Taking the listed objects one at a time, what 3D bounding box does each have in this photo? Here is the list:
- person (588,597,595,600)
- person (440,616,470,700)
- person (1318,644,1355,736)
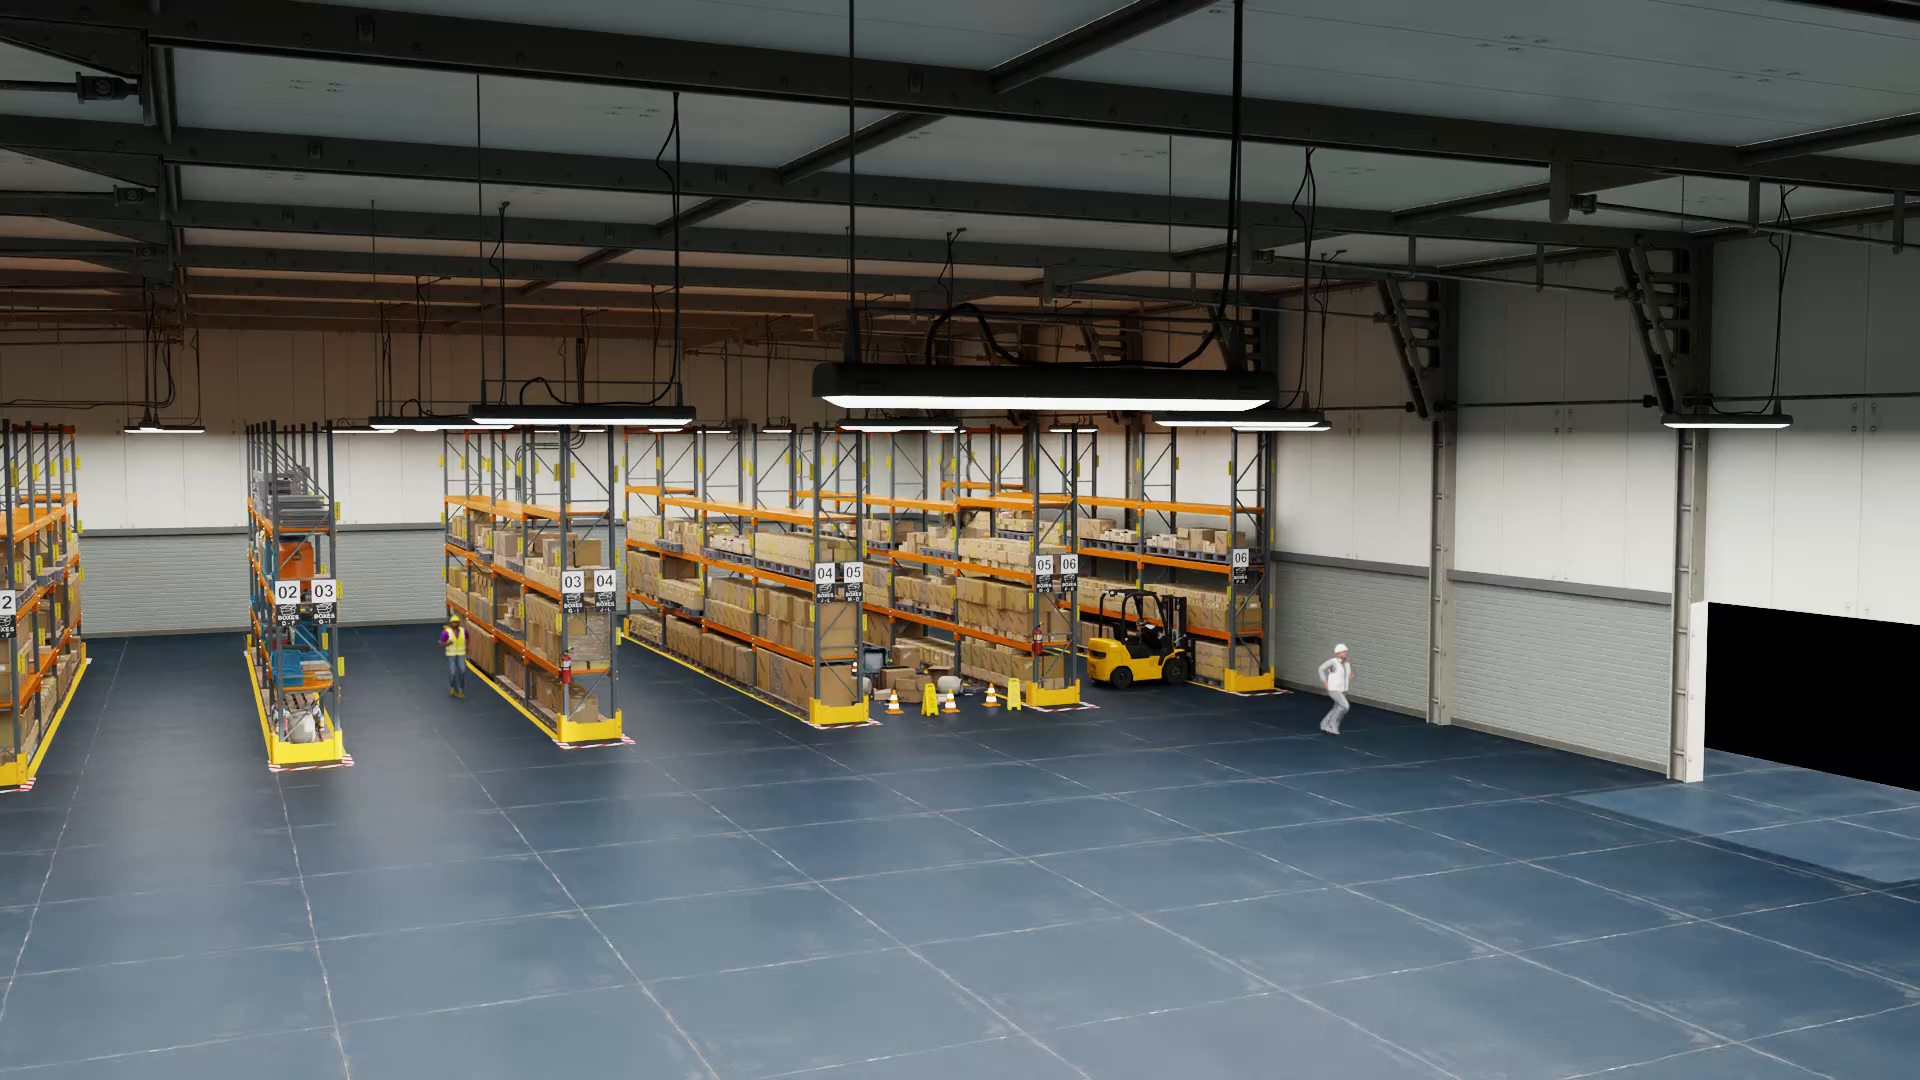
[{"bbox_3d":[-10.105,2.047,45.634,0.662,1.667,0.625,-1,4,-15],"label":"person"},{"bbox_3d":[-11.021,2.562,36.346,0.677,1.821,0.738,-2,4,-25],"label":"person"},{"bbox_3d":[7.208,2.858,31.748,0.635,1.748,0.768,-3,5,-39],"label":"person"}]
